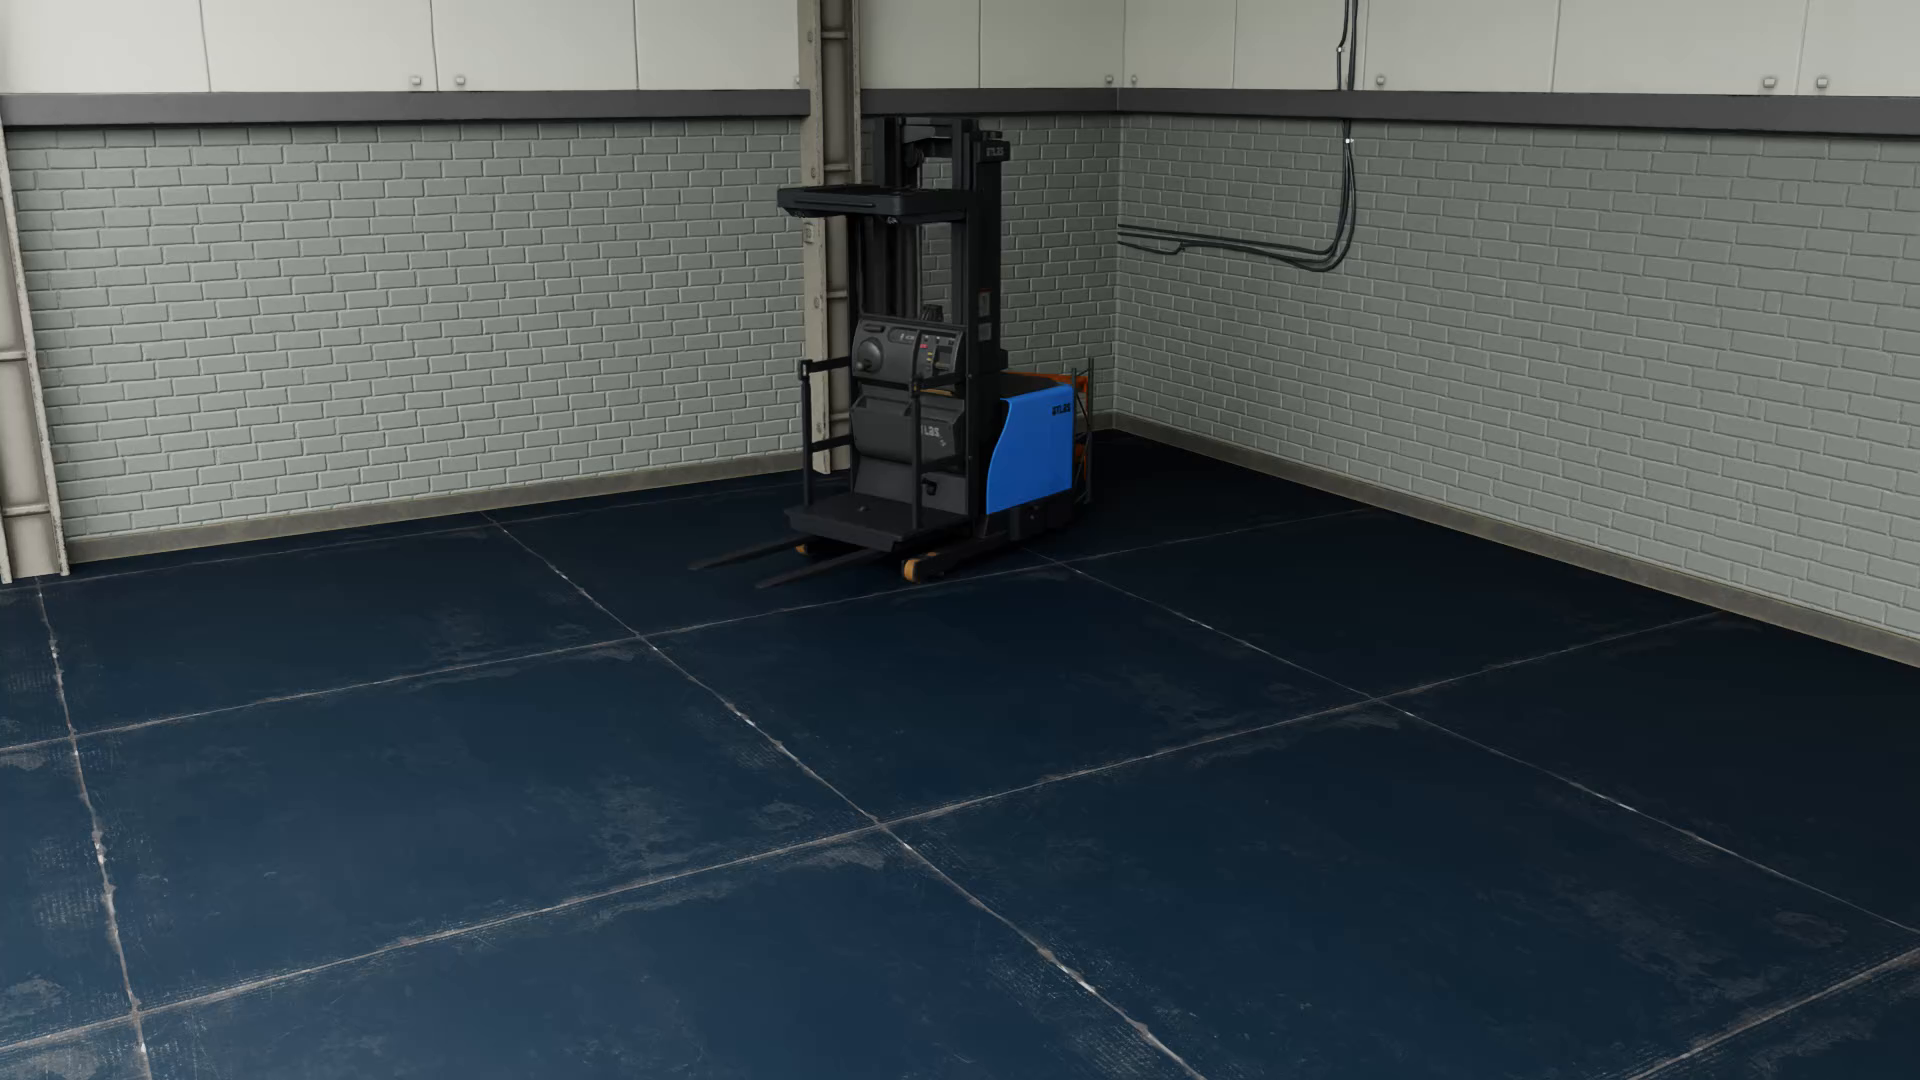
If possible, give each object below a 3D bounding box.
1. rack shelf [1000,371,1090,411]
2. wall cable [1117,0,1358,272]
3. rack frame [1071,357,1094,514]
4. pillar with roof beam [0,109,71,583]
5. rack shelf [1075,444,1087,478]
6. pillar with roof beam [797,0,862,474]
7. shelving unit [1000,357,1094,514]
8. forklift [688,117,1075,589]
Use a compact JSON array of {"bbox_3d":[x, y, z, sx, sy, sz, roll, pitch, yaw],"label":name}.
[{"bbox_3d":[0.446,-1.122,12.743,1.000,0.278,0.538,6,17,20],"label":"rack shelf"},{"bbox_3d":[2.169,-3.553,13.665,0.112,2.526,3.097,-9,18,-30],"label":"wall cable"},{"bbox_3d":[0.922,-0.791,12.649,0.032,1.125,0.500,6,17,20],"label":"rack frame"},{"bbox_3d":[-3.963,-3.114,6.348,0.400,9.000,9.100,-9,18,-30],"label":"pillar with roof beam"},{"bbox_3d":[0.446,-0.604,12.888,1.000,0.278,0.538,6,17,20],"label":"rack shelf"},{"bbox_3d":[1.180,-3.949,9.324,0.400,9.000,9.100,-9,18,-30],"label":"pillar with roof beam"},{"bbox_3d":[0.446,-0.840,12.822,1.048,1.125,0.538,6,17,20],"label":"shelving unit"},{"bbox_3d":[-0.492,-1.279,11.043,1.130,2.935,3.031,13,20,38],"label":"forklift"}]
